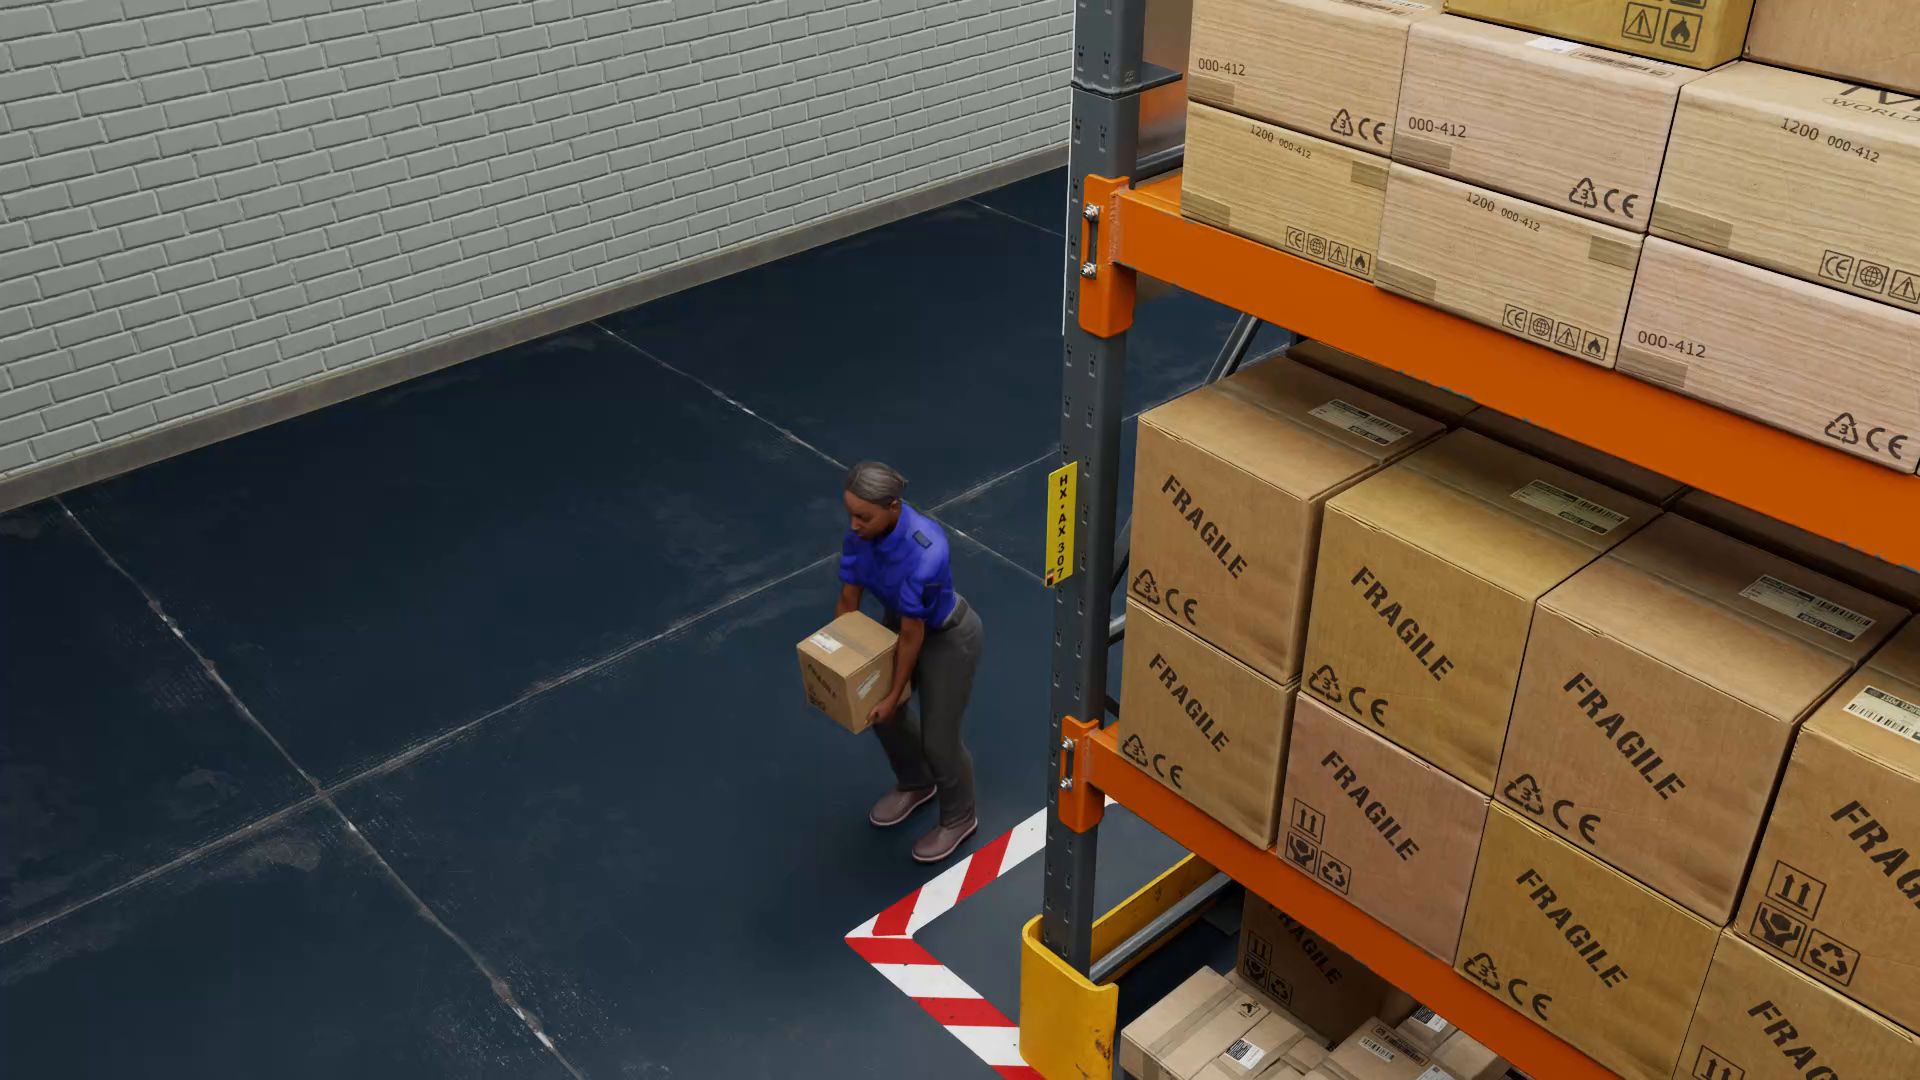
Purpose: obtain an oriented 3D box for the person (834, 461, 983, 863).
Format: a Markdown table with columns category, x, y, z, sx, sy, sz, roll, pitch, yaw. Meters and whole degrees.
| category | x | y | z | sx | sy | sz | roll | pitch | yaw |
| --- | --- | --- | --- | --- | --- | --- | --- | --- | --- |
| person | -0.188 | 0.394 | 5.574 | 0.561 | 1.599 | 0.412 | -27 | 41 | -36 |
